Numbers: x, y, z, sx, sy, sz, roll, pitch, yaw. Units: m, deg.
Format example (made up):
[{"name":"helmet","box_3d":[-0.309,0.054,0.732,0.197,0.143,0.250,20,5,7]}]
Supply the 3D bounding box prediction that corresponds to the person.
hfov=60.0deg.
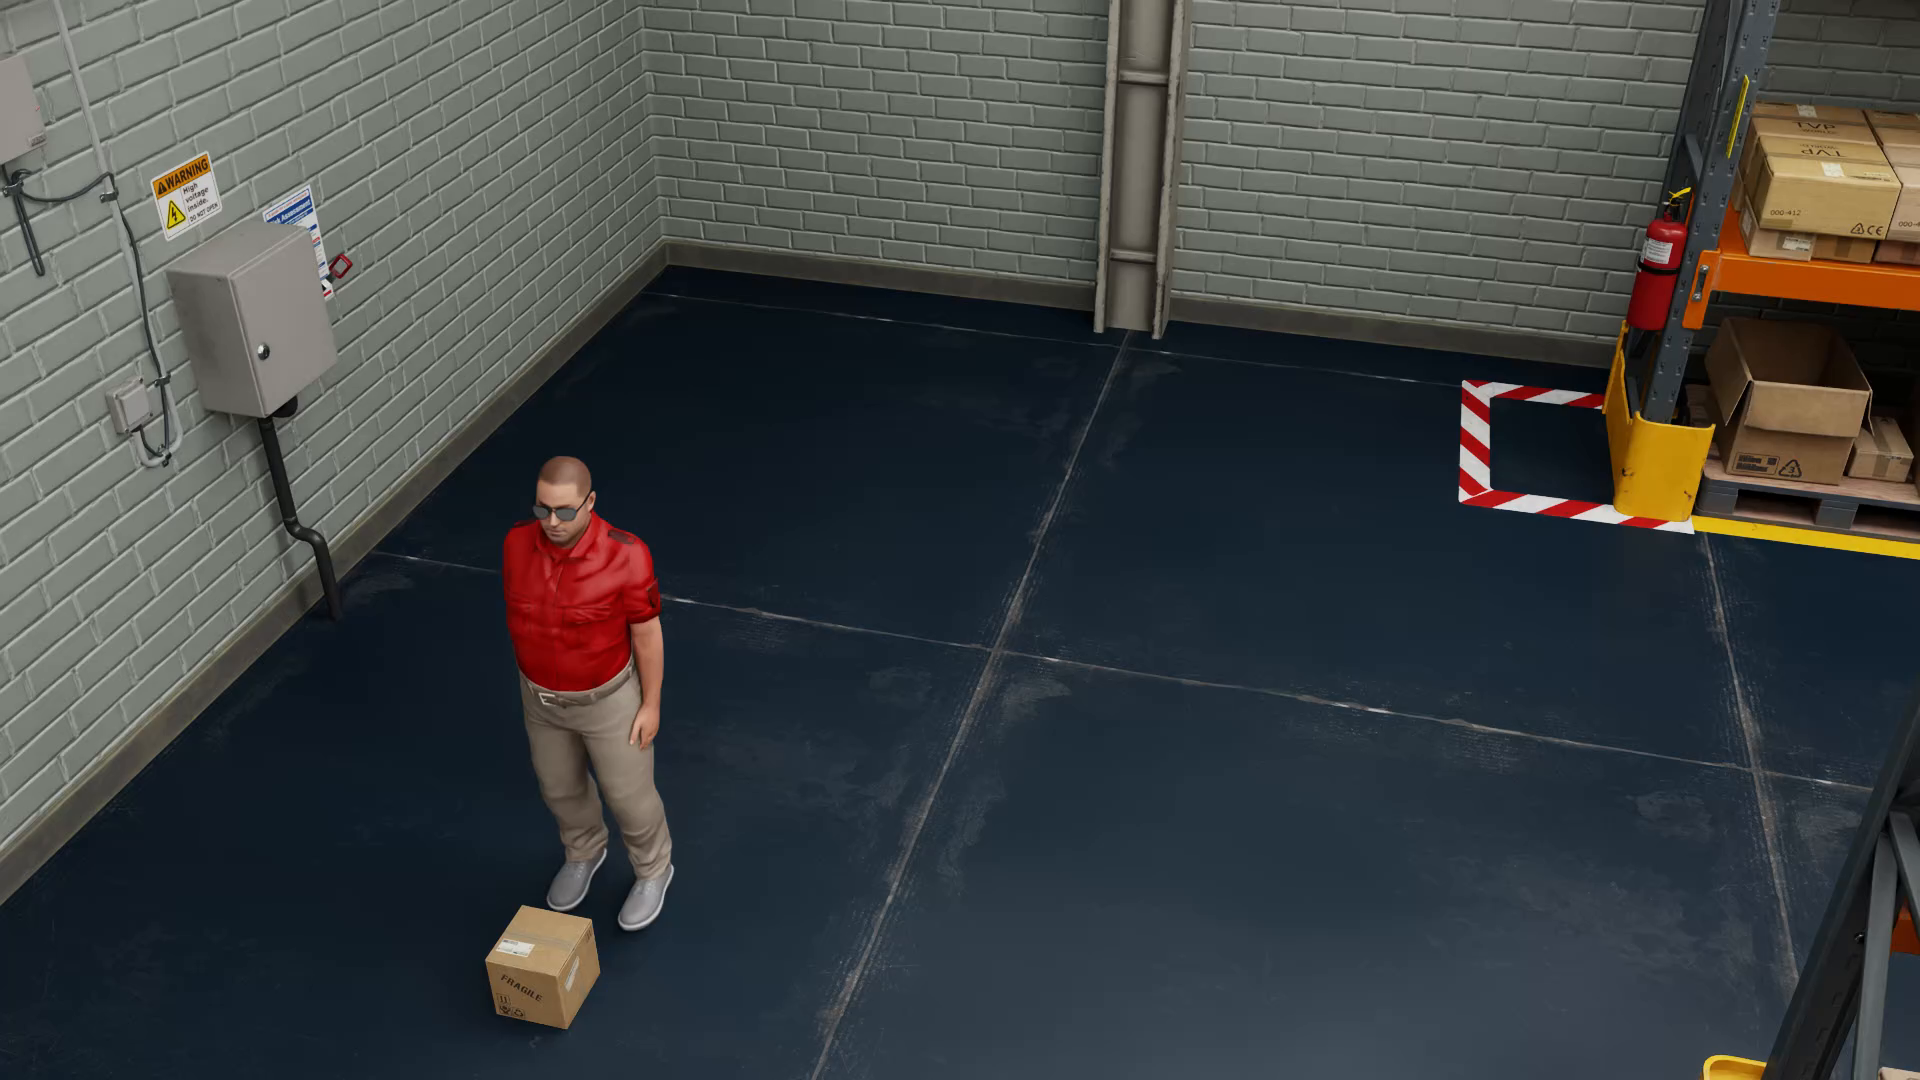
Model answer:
[{"name":"person","box_3d":[-1.201,0.511,5.363,0.527,1.723,0.361,9,34,14]}]
